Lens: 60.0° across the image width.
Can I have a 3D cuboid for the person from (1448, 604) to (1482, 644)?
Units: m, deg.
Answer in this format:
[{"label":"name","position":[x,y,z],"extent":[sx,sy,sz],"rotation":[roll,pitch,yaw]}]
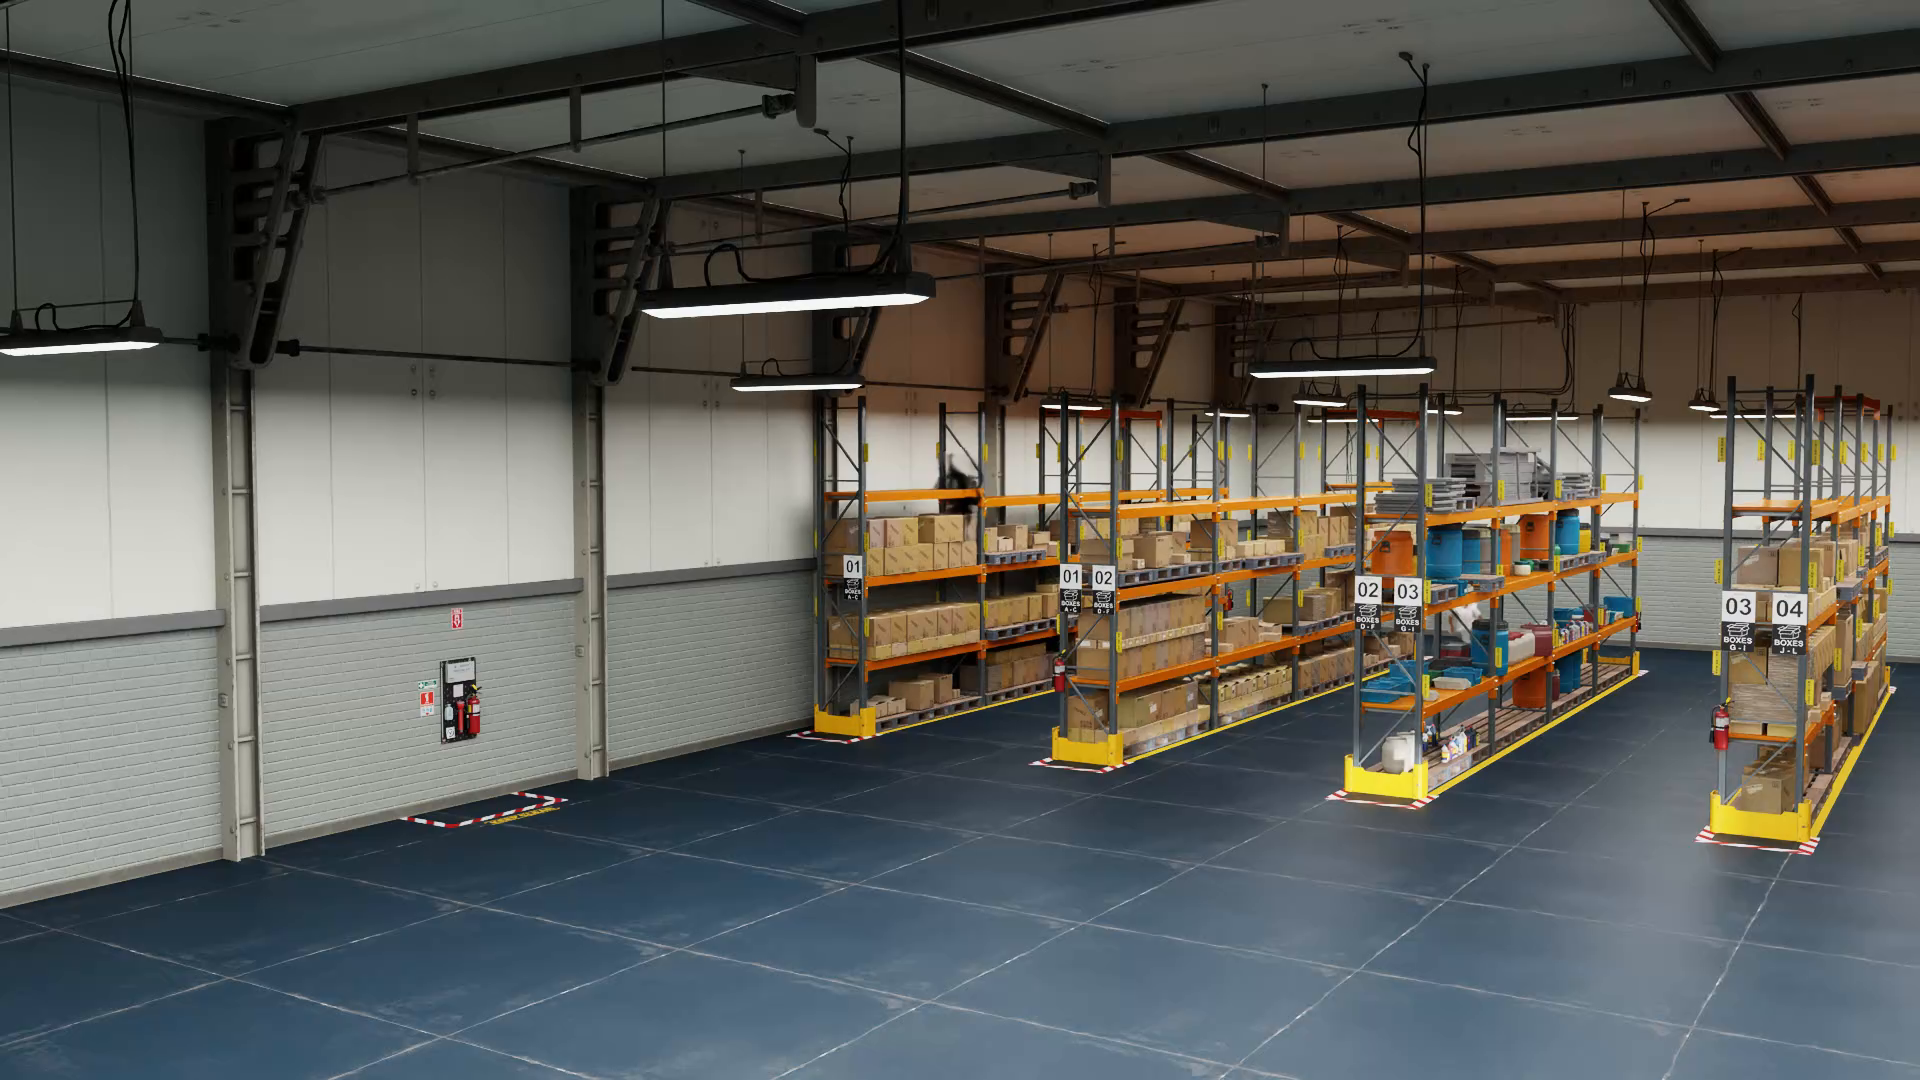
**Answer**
[{"label":"person","position":[11.798,2.106,38.826],"extent":[0.762,1.717,0.865],"rotation":[1,3,15]}]
